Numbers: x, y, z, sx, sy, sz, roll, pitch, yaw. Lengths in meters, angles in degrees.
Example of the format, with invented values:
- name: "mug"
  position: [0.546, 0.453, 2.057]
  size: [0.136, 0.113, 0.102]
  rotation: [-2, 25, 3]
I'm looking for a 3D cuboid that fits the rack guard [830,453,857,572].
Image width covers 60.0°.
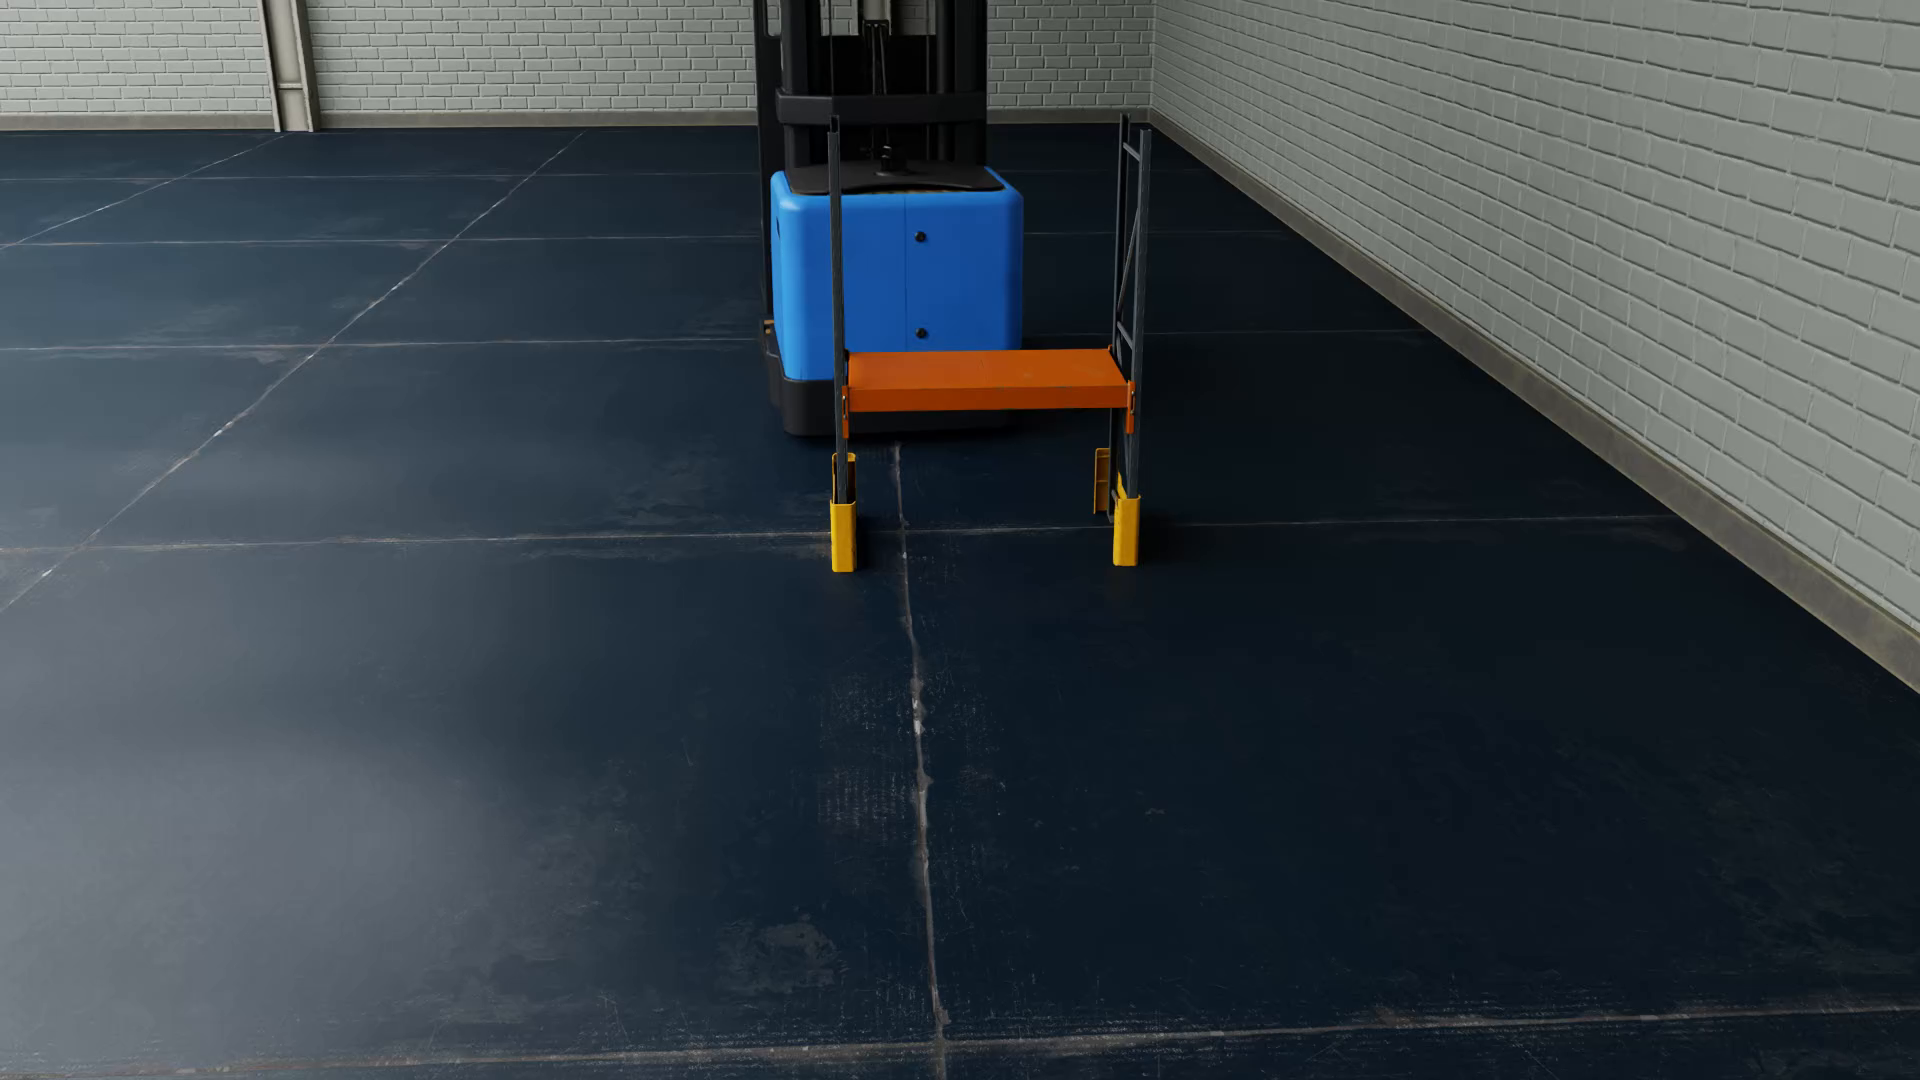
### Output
- name: "rack guard"
  position: [-0.421, -0.108, 6.054]
  size: [0.087, 0.250, 0.587]
  rotation: [-1, 21, -3]

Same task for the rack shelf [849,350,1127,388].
- name: "rack shelf"
  position: [0.085, -0.597, 5.899]
  size: [0.952, 0.026, 0.459]
  rotation: [-1, 21, -3]

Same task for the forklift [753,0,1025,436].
- name: "forklift"
  position: [-15.275, -3.311, 10.697]
  size: [29.544, 2.935, 13.203]
  rotation: [-3, 21, -8]

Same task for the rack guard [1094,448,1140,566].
- name: "rack guard"
  position: [0.573, -0.128, 6.107]
  size: [0.087, 0.250, 0.587]
  rotation: [-1, 21, -3]

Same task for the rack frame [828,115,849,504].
- name: "rack frame"
  position: [-0.422, -0.692, 5.832]
  size: [0.032, 1.500, 0.500]
  rotation: [-1, 21, -3]

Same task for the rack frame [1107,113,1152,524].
- name: "rack frame"
  position: [0.593, -0.713, 5.886]
  size: [0.032, 1.500, 0.500]
  rotation: [-1, 21, -3]

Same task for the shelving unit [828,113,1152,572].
- name: "shelving unit"
  position: [0.076, -0.702, 5.858]
  size: [1.083, 1.500, 0.587]
  rotation: [-1, 21, -3]

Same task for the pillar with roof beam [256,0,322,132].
- name: "pillar with roof beam"
  position: [-6.662, -6.963, 11.761]
  size: [0.400, 9.000, 9.100]
  rotation: [-1, 21, -3]
